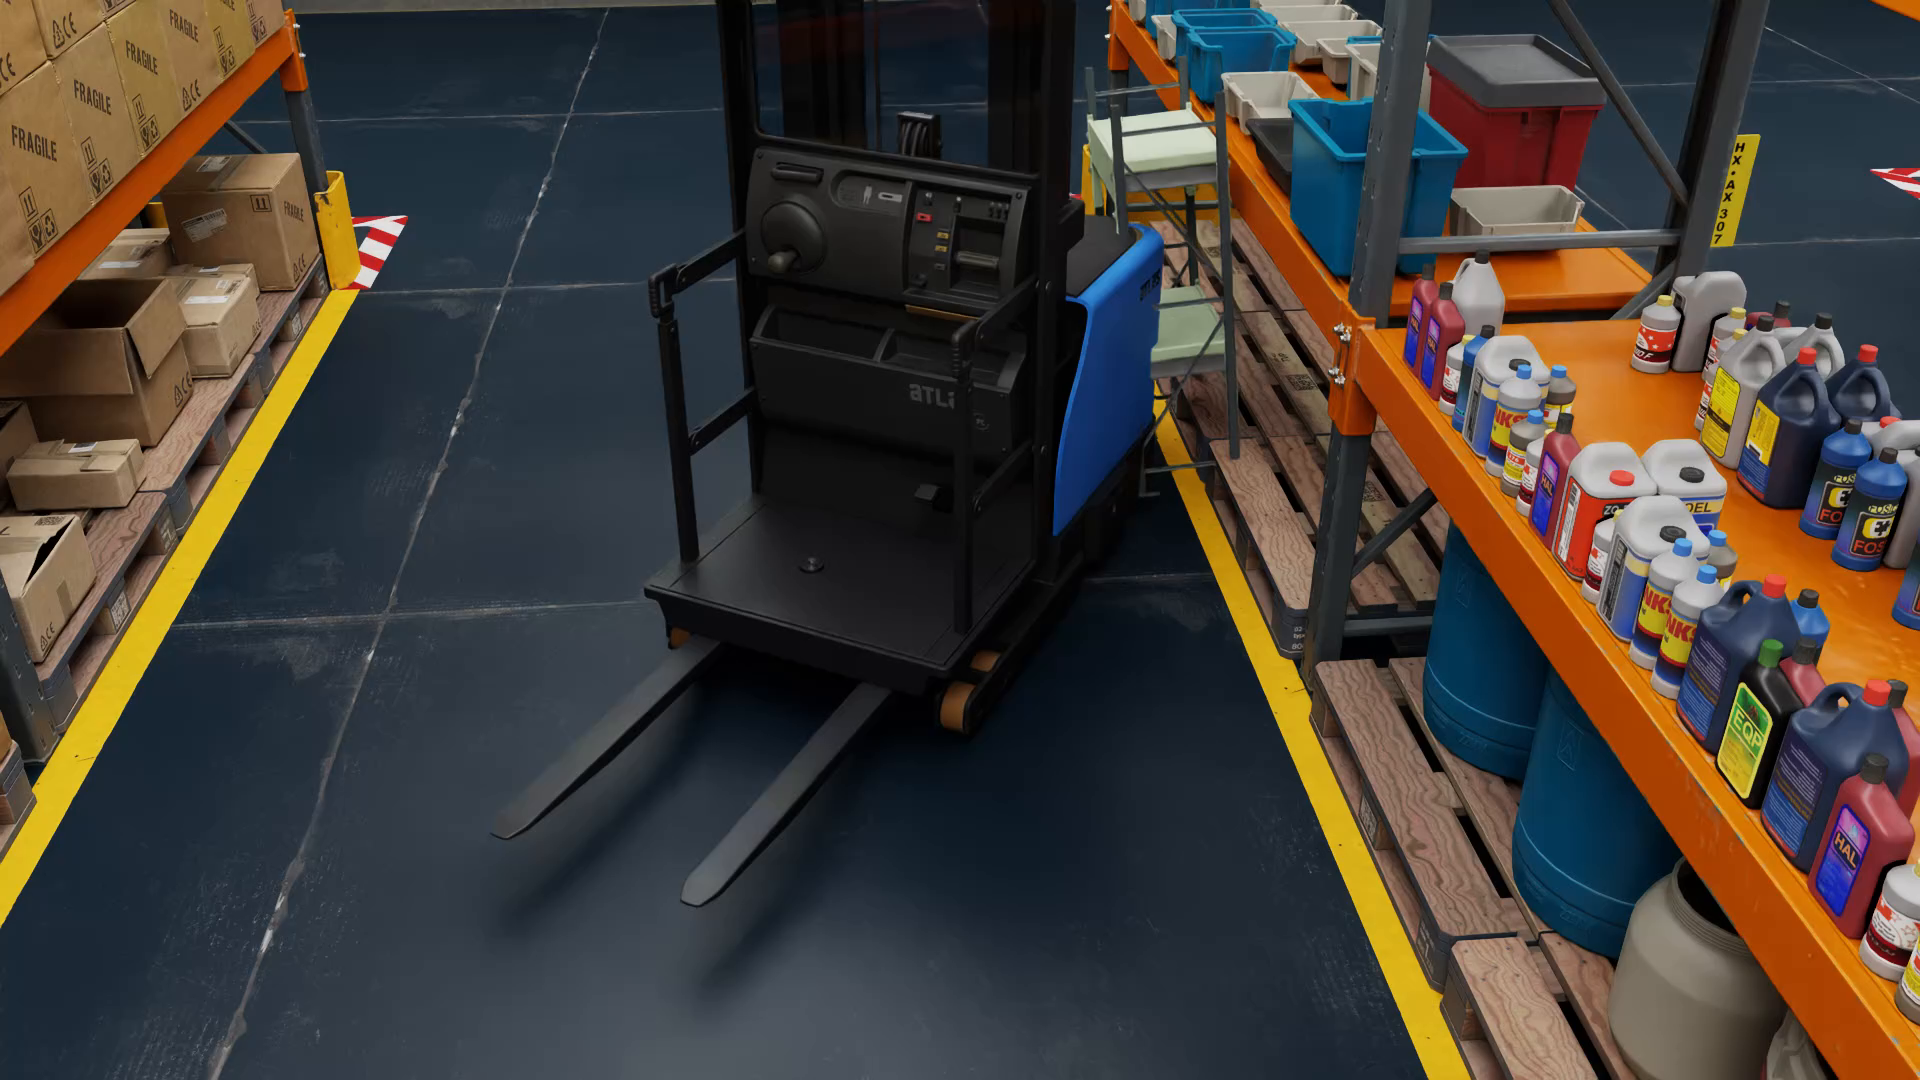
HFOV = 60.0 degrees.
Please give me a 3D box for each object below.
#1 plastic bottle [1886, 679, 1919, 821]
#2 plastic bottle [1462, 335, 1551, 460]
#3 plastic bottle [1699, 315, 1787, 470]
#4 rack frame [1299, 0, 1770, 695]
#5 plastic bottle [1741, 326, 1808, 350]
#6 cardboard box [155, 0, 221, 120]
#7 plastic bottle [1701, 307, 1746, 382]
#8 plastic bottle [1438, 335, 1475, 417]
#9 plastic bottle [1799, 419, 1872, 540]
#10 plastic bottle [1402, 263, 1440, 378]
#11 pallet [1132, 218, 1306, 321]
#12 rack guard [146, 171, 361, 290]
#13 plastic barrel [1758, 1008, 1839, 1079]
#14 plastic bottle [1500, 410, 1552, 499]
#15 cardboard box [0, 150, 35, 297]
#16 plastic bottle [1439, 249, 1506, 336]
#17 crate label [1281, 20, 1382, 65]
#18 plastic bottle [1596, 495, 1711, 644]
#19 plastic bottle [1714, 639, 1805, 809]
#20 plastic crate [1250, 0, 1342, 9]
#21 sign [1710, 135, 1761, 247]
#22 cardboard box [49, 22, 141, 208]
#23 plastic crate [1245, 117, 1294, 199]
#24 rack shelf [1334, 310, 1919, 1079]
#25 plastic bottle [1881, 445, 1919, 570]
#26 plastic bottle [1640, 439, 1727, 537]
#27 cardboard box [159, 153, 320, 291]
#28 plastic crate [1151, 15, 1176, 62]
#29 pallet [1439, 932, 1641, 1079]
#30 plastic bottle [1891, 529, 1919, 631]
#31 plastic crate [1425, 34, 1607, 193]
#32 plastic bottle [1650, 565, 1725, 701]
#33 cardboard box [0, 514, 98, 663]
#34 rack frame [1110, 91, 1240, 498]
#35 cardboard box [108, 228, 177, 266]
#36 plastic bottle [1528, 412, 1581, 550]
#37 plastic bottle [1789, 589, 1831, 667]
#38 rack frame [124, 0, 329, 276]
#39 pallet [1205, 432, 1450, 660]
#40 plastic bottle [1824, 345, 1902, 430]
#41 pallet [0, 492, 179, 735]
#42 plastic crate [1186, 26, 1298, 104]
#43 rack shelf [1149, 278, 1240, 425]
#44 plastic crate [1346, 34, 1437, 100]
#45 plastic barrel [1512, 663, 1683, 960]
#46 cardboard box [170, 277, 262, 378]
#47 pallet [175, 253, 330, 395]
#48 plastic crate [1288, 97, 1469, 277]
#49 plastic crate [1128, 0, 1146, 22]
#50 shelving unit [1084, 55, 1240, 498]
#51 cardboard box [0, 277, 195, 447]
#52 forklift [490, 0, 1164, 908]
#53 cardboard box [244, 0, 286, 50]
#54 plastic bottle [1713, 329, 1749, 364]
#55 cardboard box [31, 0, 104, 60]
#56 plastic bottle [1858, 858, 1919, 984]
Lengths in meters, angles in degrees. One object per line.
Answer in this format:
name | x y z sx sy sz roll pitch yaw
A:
plastic bottle | 1.559 0.380 2.802 0.061 0.283 0.133 -3 31 -5
plastic bottle | 1.327 -0.346 4.026 0.152 0.276 0.135 -3 31 -5
plastic bottle | 1.897 -0.359 3.974 0.144 0.351 0.185 -3 31 -5
rack frame | 1.629 -0.841 4.733 1.000 3.000 0.127 -3 31 -5
plastic bottle | 2.022 -0.415 4.141 0.152 0.276 0.135 -3 31 -5
cardboard box | -3.271 -1.955 6.501 0.500 0.500 0.500 -3 31 -4
plastic bottle | 2.026 -0.512 4.376 0.097 0.201 0.097 0 31 0
plastic bottle | 1.280 -0.422 4.225 0.097 0.201 0.097 0 31 0
plastic bottle | 1.946 -0.141 3.686 0.097 0.271 0.097 0 31 0
plastic bottle | 1.238 -0.583 4.415 0.061 0.283 0.133 -3 31 -5
pallet | 1.293 -1.263 8.159 1.003 0.211 1.213 -3 31 -5
rack guard | -3.670 -1.536 8.334 1.175 0.500 0.348 -3 31 -5
plastic barrel | 1.834 1.231 3.207 0.600 0.588 0.708 -3 31 -5
plastic bottle | 1.320 -0.204 3.860 0.097 0.201 0.097 0 31 0
cardboard box | -3.080 -0.922 4.771 0.500 0.500 0.500 -2 31 -3
plastic bottle | 1.343 -0.604 4.384 0.144 0.351 0.185 -3 31 -5
crate label | 1.575 -2.098 7.037 0.396 0.136 0.243 -3 31 -5
plastic bottle | 1.401 0.058 3.349 0.152 0.276 0.135 -3 31 -5
plastic bottle | 1.403 0.319 2.904 0.061 0.283 0.133 -3 31 -5
plastic crate | 1.511 -2.388 7.522 0.396 0.136 0.243 -3 31 -5
sign | 2.177 -0.985 4.704 0.100 0.325 0.005 -3 31 -5
cardboard box | -3.175 -1.439 5.636 0.500 0.500 0.500 -3 31 -5
plastic crate | 1.257 -1.307 5.723 0.437 0.125 0.590 -3 31 -5
rack shelf | 1.816 0.489 3.208 1.077 0.370 4.000 -3 31 -5
plastic bottle | 2.081 -0.089 3.595 0.152 0.276 0.135 -3 31 -5
plastic bottle | 1.531 -0.068 3.559 0.152 0.276 0.135 -3 31 -5
cardboard box | -3.381 -1.498 7.841 0.500 0.500 0.500 -3 31 -5
plastic crate | 0.961 -2.140 7.106 0.250 0.136 0.298 -3 31 -5
pallet | 1.777 1.376 3.740 1.003 0.211 1.213 -3 31 -5
plastic bottle | 1.980 0.047 3.372 0.097 0.271 0.097 0 31 0
plastic crate | 1.795 -1.362 5.484 0.402 0.464 0.583 -3 31 -5
plastic bottle | 1.394 0.170 3.165 0.097 0.271 0.097 0 31 0
cardboard box | -3.127 0.135 5.291 0.500 0.311 0.500 -3 31 -5
rack frame | 0.801 -0.860 6.093 0.400 1.500 0.023 -7 26 0
cardboard box | -3.980 -1.382 7.990 0.380 0.149 0.250 -3 31 -5
plastic bottle | 1.321 -0.130 3.656 0.061 0.283 0.133 -3 31 -5
plastic bottle | 1.546 0.213 3.094 0.097 0.271 0.097 0 31 0
rack frame | -3.677 -2.648 7.758 1.000 3.000 0.127 -3 31 -5
pallet | 1.521 -0.017 6.073 1.003 0.211 1.213 -3 31 -5
plastic bottle | 2.058 -0.272 3.828 0.144 0.351 0.185 -3 31 -5
pallet | -3.366 0.241 5.641 1.003 0.211 1.213 -3 31 -5
plastic crate | 1.101 -1.870 6.560 0.416 0.233 0.300 -3 31 -5
rack shelf | 0.818 -0.728 6.565 0.431 0.370 0.720 -7 26 0
plastic crate | 1.702 -1.801 6.444 0.416 0.233 0.300 -3 31 -5
plastic barrel | 1.729 0.520 4.092 0.600 0.901 0.708 -3 31 -5
cardboard box | -3.322 -0.904 7.091 0.500 0.250 0.500 -3 31 -5
pallet | -3.594 -1.005 7.726 1.003 0.211 1.213 -3 31 -5
plastic crate | 1.246 -1.082 5.093 0.392 0.384 0.575 -3 31 -5
plastic crate | 0.898 -2.486 7.686 0.250 0.136 0.298 -3 31 -5
shelving unit | 0.782 -1.019 6.422 0.431 1.500 0.755 -7 26 0
cardboard box | -3.484 -0.682 6.471 0.797 0.503 0.637 -3 31 -5
forklift | -0.325 -0.905 4.906 1.130 2.935 3.031 14 33 21
cardboard box | -3.364 -2.475 7.371 0.500 0.500 0.500 -2 31 -3
plastic bottle | 1.977 -0.441 4.257 0.097 0.201 0.097 0 31 0
cardboard box | -3.163 -1.858 5.362 0.500 0.500 0.500 -4 31 -6
plastic bottle | 1.462 0.575 2.556 0.097 0.201 0.097 0 31 0
